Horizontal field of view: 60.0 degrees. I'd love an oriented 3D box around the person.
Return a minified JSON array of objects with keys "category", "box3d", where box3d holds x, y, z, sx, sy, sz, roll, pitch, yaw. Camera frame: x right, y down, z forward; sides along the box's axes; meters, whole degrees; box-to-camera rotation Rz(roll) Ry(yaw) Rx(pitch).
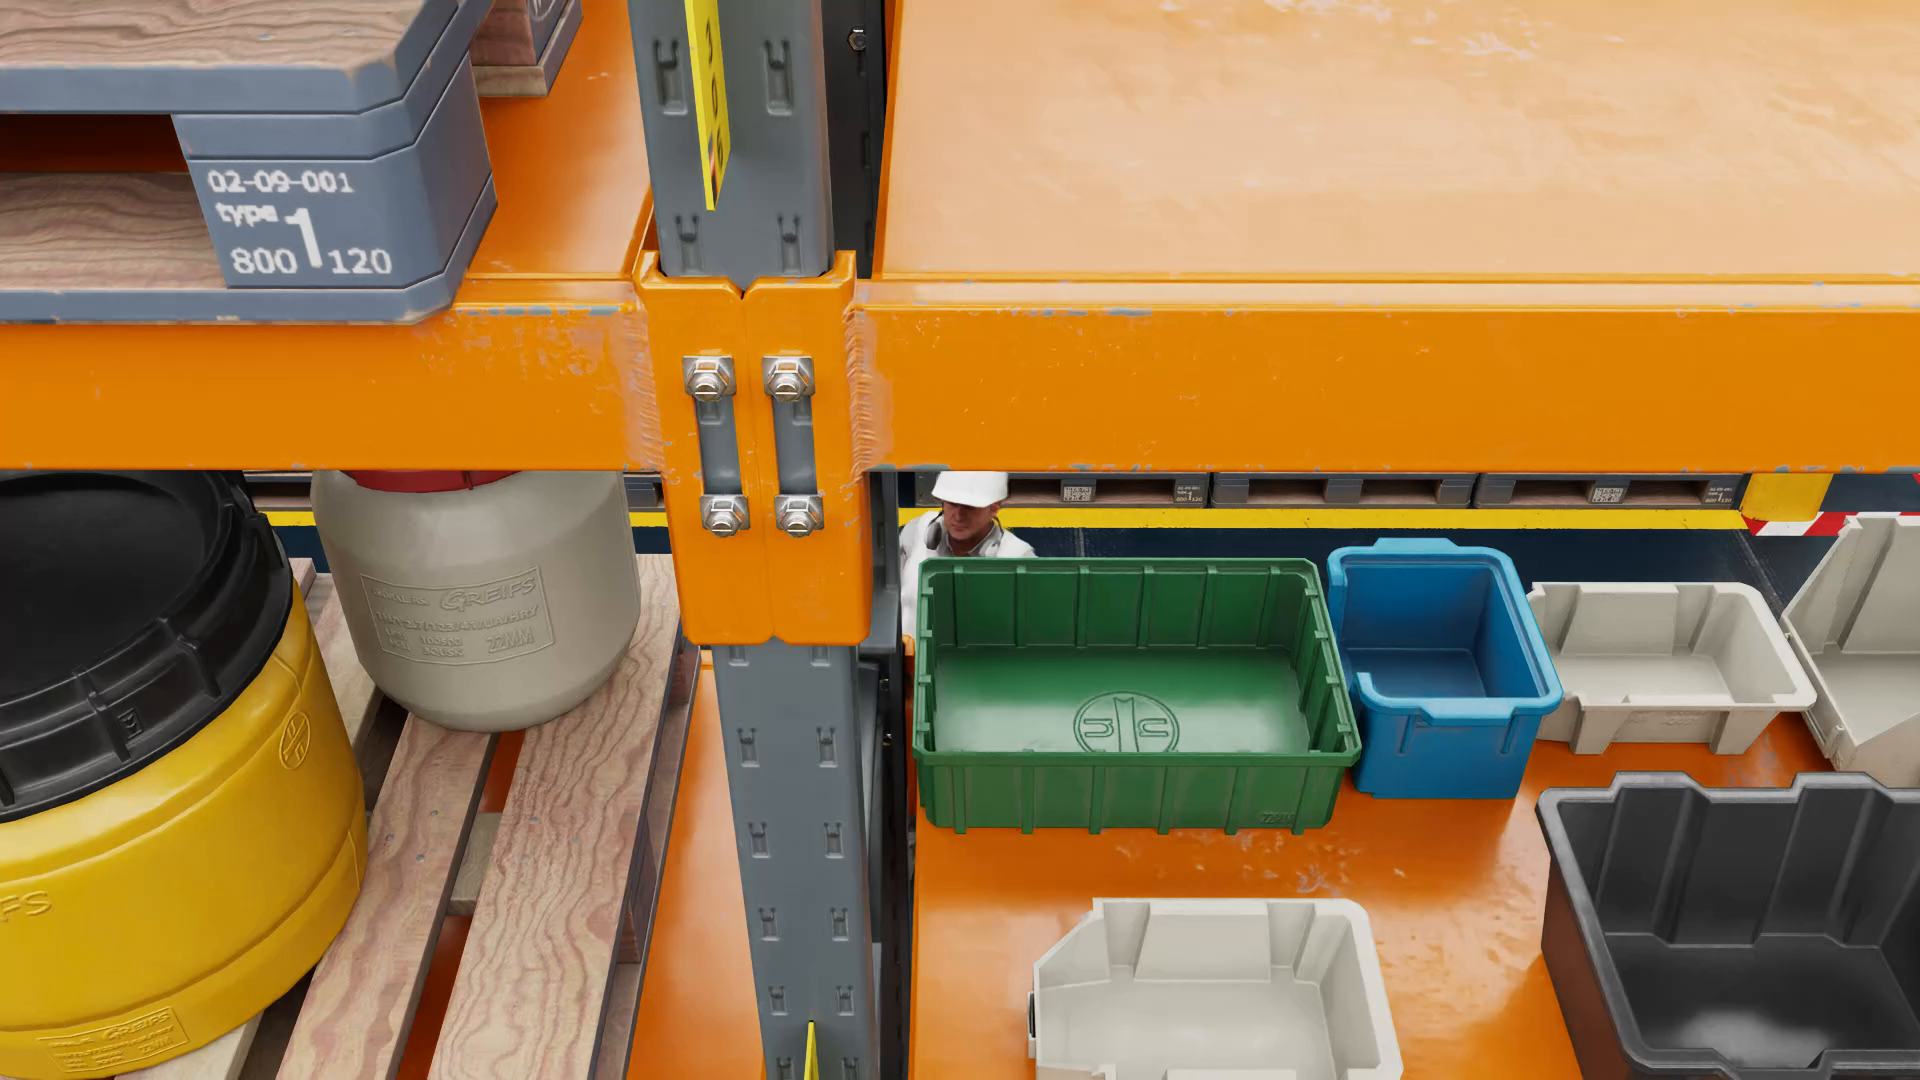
[{"category":"person","box3d":[-0.003,0.525,5.625,0.453,1.490,0.375,16,42,19]}]
